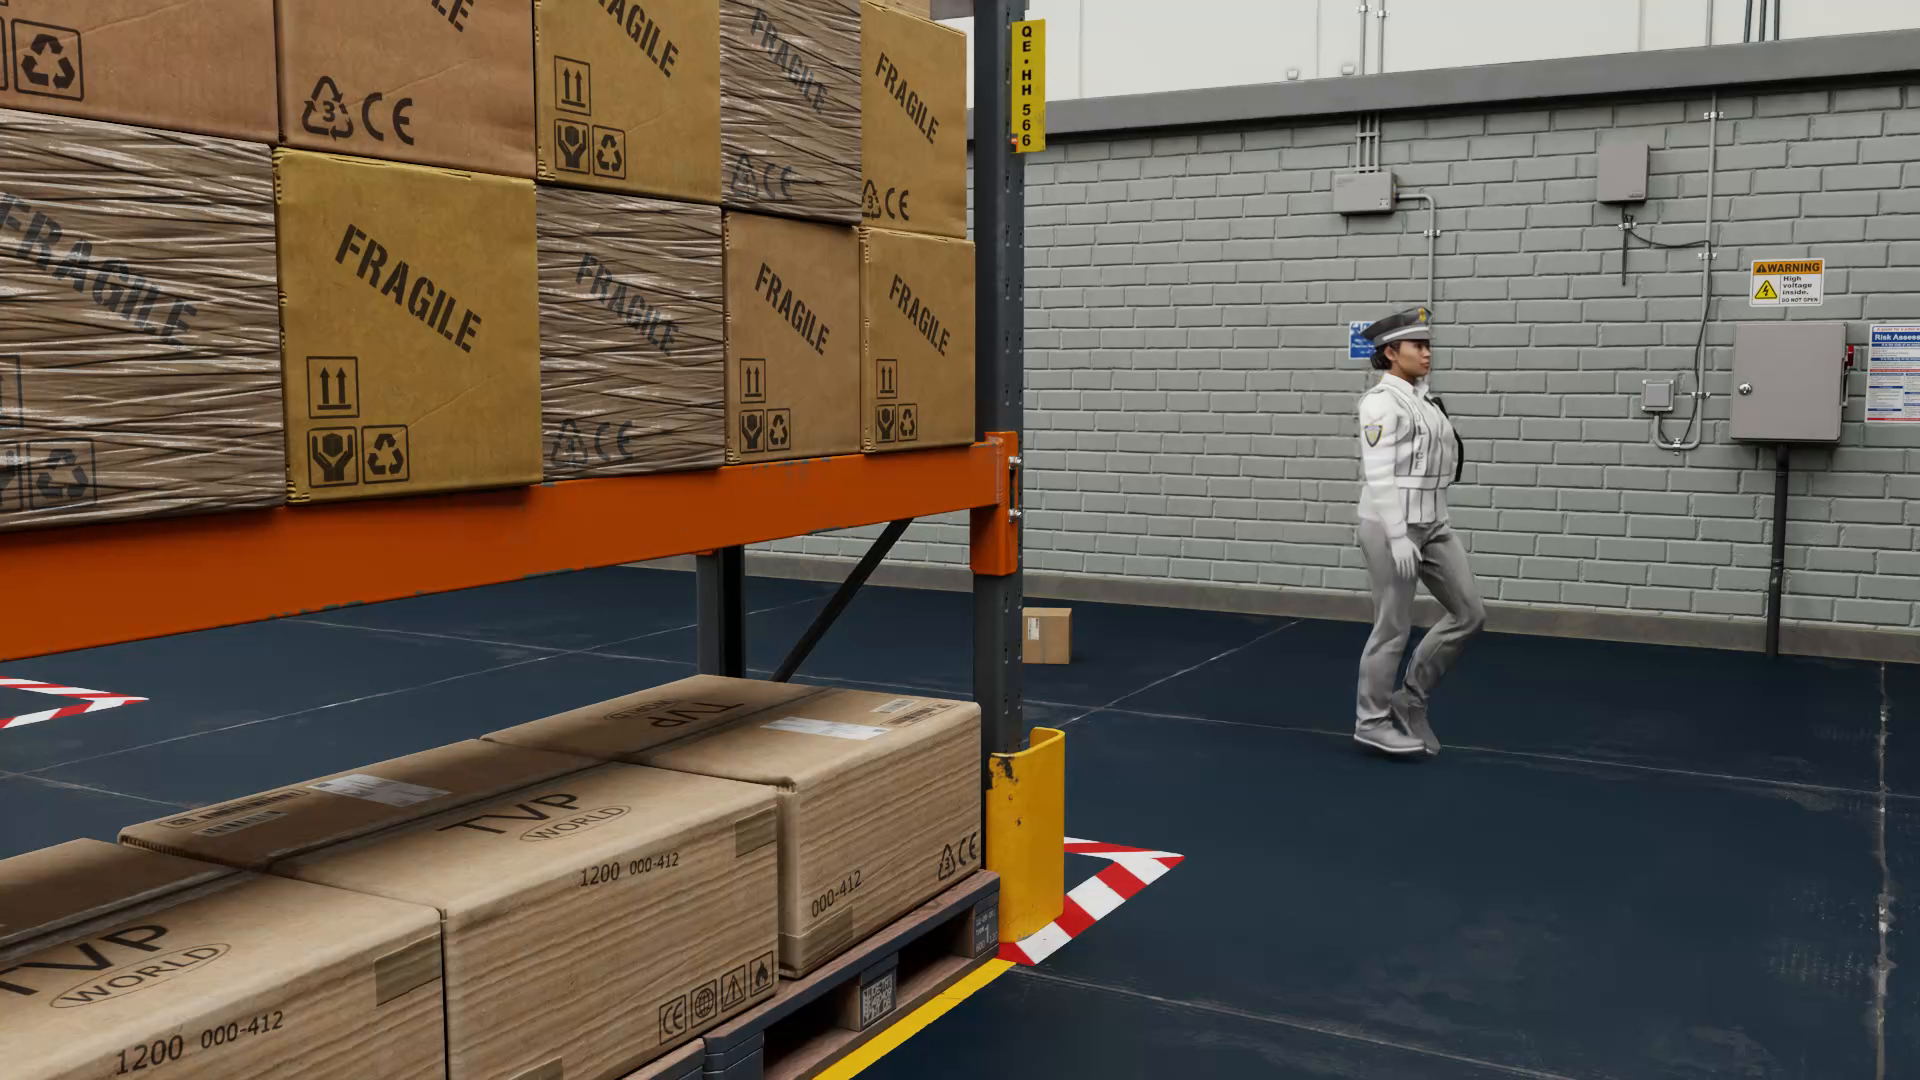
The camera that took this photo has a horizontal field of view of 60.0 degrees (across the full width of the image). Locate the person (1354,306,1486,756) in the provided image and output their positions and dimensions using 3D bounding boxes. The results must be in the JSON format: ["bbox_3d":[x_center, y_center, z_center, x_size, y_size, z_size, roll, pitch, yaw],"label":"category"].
[{"bbox_3d":[1.710,-0.014,6.249,0.441,1.718,0.518,6,8,42],"label":"person"}]
